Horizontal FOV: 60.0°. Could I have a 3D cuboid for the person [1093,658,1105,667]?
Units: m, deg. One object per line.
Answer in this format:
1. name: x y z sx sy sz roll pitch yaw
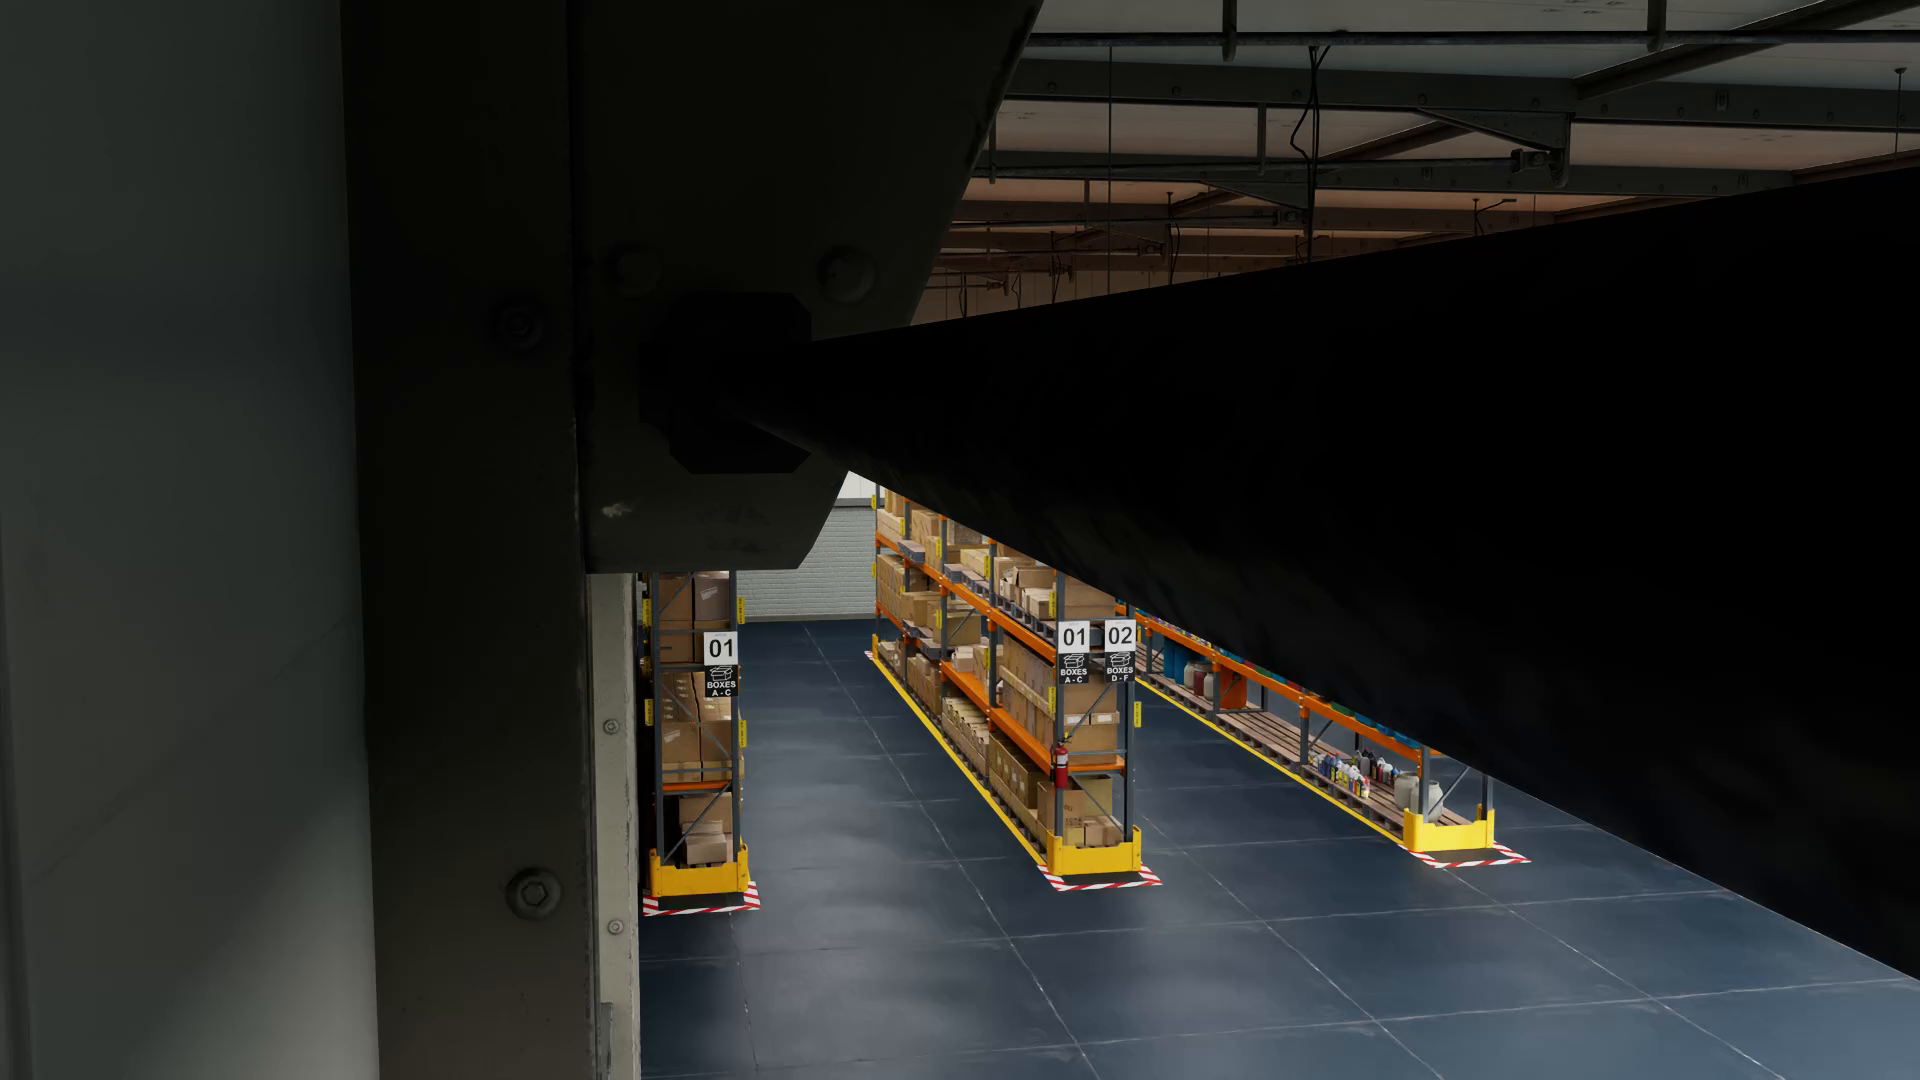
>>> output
1. person: 2.631 2.242 31.870 0.425 1.671 0.554 0 6 -4
